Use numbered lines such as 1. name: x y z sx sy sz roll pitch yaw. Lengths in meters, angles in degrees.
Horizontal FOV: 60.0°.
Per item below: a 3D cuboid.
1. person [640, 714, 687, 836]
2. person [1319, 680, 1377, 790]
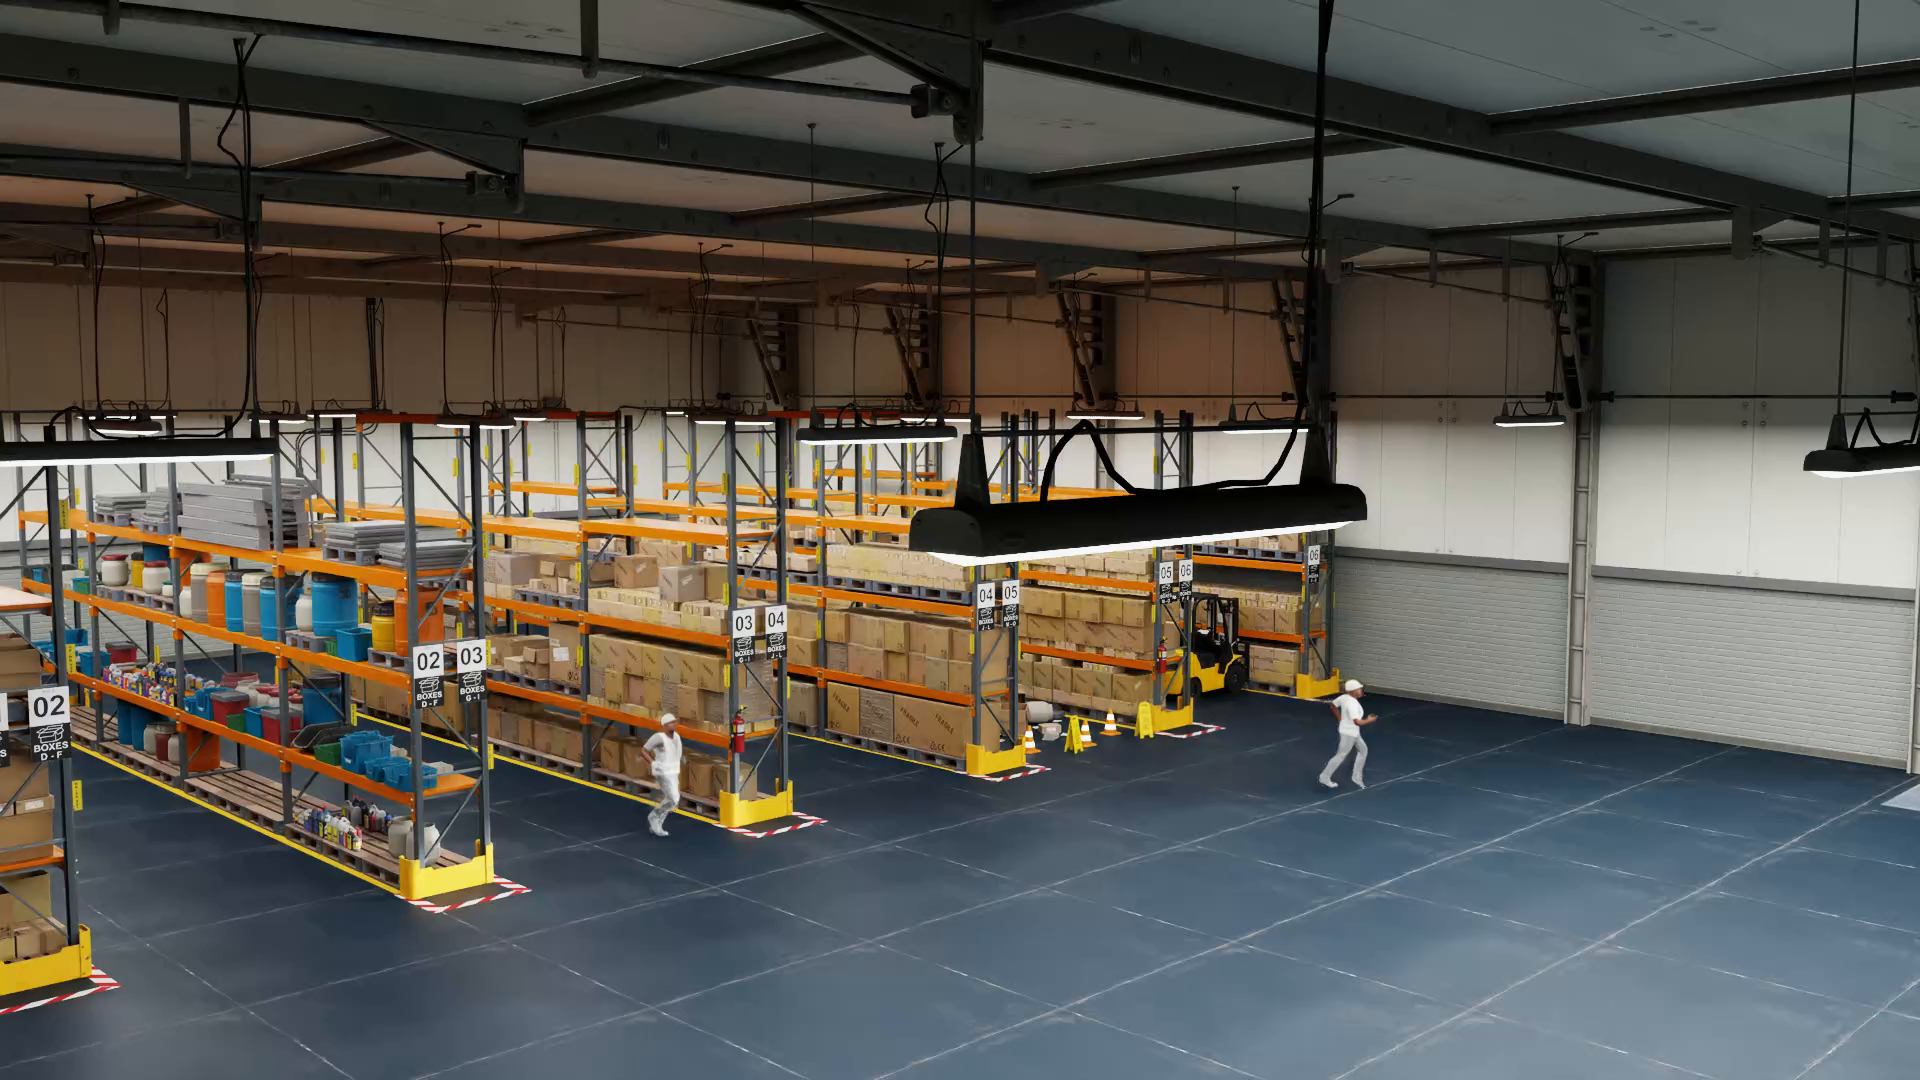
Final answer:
1. person: -4.199 3.380 23.995 0.564 1.750 0.668 2 5 23
2. person: 6.219 3.136 26.698 0.898 1.808 0.708 1 5 7
